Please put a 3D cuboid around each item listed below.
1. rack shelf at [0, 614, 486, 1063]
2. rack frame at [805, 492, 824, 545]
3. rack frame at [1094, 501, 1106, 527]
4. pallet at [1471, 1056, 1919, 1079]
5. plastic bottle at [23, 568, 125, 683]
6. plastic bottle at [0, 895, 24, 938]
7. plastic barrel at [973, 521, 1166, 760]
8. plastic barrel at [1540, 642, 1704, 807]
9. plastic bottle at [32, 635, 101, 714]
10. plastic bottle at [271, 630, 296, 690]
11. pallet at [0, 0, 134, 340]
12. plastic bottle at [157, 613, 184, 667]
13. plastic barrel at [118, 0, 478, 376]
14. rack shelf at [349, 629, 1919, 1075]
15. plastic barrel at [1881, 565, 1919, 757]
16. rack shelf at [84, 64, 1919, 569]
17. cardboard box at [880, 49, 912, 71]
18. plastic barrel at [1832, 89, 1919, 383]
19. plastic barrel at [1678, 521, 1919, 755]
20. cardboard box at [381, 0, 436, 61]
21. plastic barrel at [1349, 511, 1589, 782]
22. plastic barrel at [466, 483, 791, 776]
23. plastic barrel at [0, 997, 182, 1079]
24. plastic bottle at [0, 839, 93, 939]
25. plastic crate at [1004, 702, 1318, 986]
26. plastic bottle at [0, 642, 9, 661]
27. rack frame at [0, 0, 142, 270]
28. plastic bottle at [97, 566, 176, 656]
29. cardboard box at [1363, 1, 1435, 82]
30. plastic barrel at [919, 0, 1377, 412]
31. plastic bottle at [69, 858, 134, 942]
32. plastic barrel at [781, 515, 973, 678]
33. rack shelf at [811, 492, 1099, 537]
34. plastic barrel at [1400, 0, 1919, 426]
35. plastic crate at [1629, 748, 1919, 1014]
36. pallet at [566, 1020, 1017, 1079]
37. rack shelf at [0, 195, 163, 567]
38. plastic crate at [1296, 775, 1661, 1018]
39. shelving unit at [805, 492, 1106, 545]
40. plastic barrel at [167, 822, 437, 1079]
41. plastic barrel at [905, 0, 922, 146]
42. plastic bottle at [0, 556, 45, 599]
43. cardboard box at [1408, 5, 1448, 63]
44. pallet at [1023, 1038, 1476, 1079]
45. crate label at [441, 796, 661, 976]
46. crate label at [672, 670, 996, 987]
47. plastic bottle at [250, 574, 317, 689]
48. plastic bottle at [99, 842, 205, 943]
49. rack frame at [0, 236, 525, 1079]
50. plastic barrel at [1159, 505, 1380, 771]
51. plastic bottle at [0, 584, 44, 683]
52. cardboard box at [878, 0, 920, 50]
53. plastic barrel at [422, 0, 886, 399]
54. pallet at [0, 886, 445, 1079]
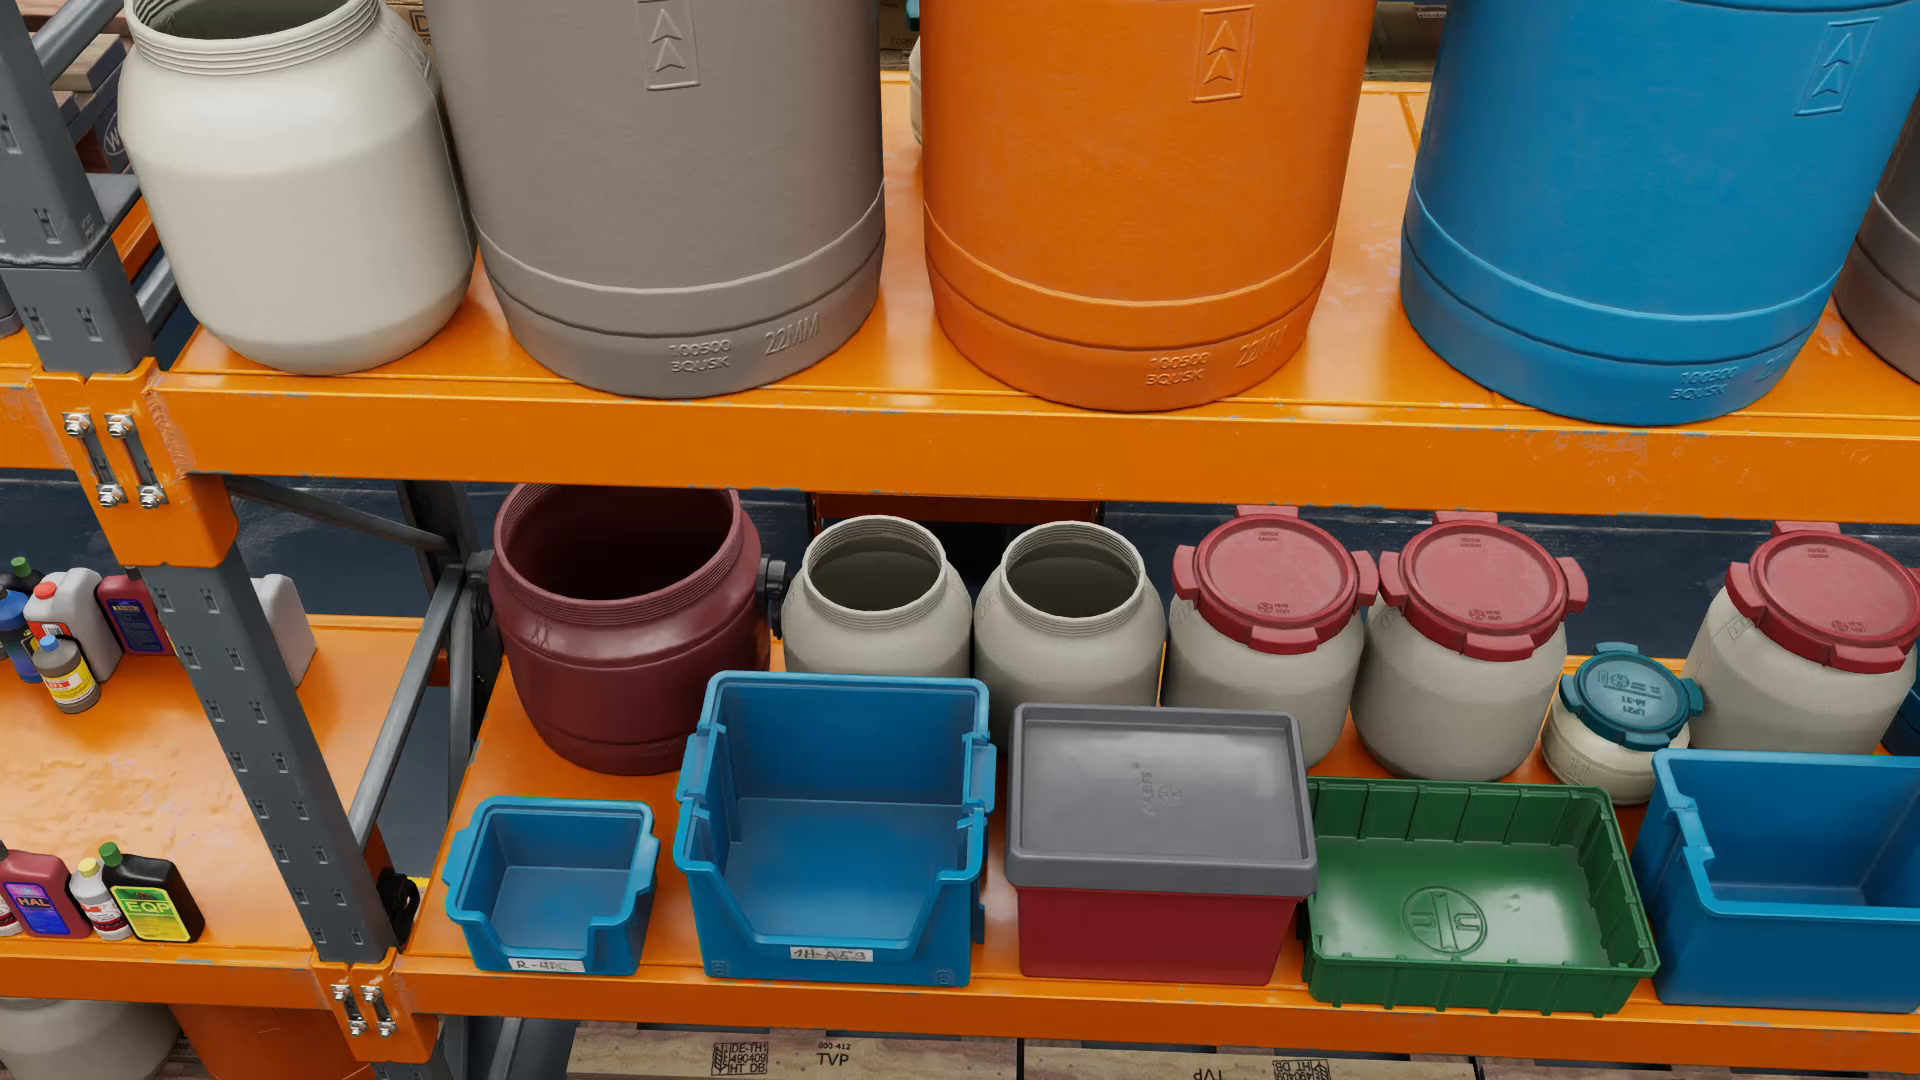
[{"bbox_3d":[-3.217,0.594,3.940,4.000,0.370,1.077,2,43,2],"label":"rack shelf"},{"bbox_3d":[-0.515,-0.427,5.884,0.032,1.125,0.500,2,43,2],"label":"rack frame"},{"bbox_3d":[0.501,-0.396,5.850,0.032,1.125,0.500,2,43,2],"label":"rack frame"},{"bbox_3d":[1.990,1.537,4.445,1.213,0.211,1.003,2,43,2],"label":"pallet"},{"bbox_3d":[-2.099,0.190,3.937,0.135,0.276,0.152,2,43,2],"label":"plastic bottle"},{"bbox_3d":[-1.988,0.720,3.423,0.097,0.201,0.097,0,43,0],"label":"plastic bottle"},{"bbox_3d":[0.239,0.250,3.699,0.421,0.512,0.421,0,43,0],"label":"plastic barrel"},{"bbox_3d":[1.461,0.420,3.700,0.301,0.262,0.301,0,43,0],"label":"plastic barrel"},{"bbox_3d":[-2.086,0.303,3.870,0.097,0.201,0.097,0,43,0],"label":"plastic bottle"},{"bbox_3d":[-1.644,0.307,3.810,0.135,0.276,0.152,2,43,2],"label":"plastic bottle"},{"bbox_3d":[-1.979,-0.727,2.767,1.213,0.211,1.003,2,43,2],"label":"pallet"},{"bbox_3d":[-1.849,0.206,3.974,0.097,0.201,0.097,0,43,0],"label":"plastic bottle"},{"bbox_3d":[-0.923,-0.528,2.334,0.421,0.512,0.421,0,43,0],"label":"plastic barrel"},{"bbox_3d":[0.779,0.717,3.808,4.000,0.370,1.077,2,43,2],"label":"rack shelf"},{"bbox_3d":[2.404,0.113,3.560,0.708,0.901,0.600,2,43,2],"label":"plastic barrel"},{"bbox_3d":[0.779,-0.381,2.786,4.000,0.370,1.077,2,43,2],"label":"rack shelf"},{"bbox_3d":[-0.326,-2.220,7.944,0.500,0.500,0.700,0,43,0],"label":"cardboard box"},{"bbox_3d":[1.605,-0.654,2.183,0.600,0.901,0.600,0,43,0],"label":"plastic barrel"},{"bbox_3d":[1.831,0.286,3.642,0.433,0.535,0.433,0,43,0],"label":"plastic barrel"},{"bbox_3d":[-2.575,-2.425,7.903,0.875,0.875,1.225,2,43,2],"label":"cardboard box"},{"bbox_3d":[1.098,0.264,3.667,0.433,0.535,0.433,0,43,0],"label":"plastic barrel"},{"bbox_3d":[-0.742,0.150,3.788,0.708,0.536,0.600,2,43,2],"label":"plastic barrel"},{"bbox_3d":[-2.277,1.189,4.291,0.421,0.512,0.421,0,43,0],"label":"plastic barrel"},{"bbox_3d":[-1.873,0.706,3.378,0.133,0.283,0.061,2,43,2],"label":"plastic bottle"},{"bbox_3d":[0.381,0.626,3.330,0.583,0.464,0.402,2,43,2],"label":"plastic crate"},{"bbox_3d":[-2.347,0.191,3.990,0.097,0.201,0.097,0,43,0],"label":"plastic bottle"},{"bbox_3d":[-1.219,-1.803,1.584,0.127,3.000,1.000,2,43,2],"label":"rack frame"},{"bbox_3d":[-1.963,0.160,3.963,0.133,0.283,0.061,2,43,2],"label":"plastic bottle"},{"bbox_3d":[1.912,-2.165,7.885,0.500,0.500,0.700,2,43,2],"label":"cardboard box"},{"bbox_3d":[0.245,-0.670,2.253,0.708,0.830,0.600,2,43,2],"label":"plastic barrel"},{"bbox_3d":[-1.757,0.727,3.415,0.097,0.201,0.097,0,43,0],"label":"plastic bottle"},{"bbox_3d":[-0.182,0.237,3.713,0.421,0.512,0.421,0,43,0],"label":"plastic barrel"},{"bbox_3d":[-0.007,-0.233,6.033,1.000,0.278,0.538,2,43,2],"label":"rack shelf"},{"bbox_3d":[0.952,-0.674,2.205,0.708,0.901,0.600,2,43,2],"label":"plastic barrel"},{"bbox_3d":[1.661,0.699,3.311,0.575,0.384,0.392,2,43,2],"label":"plastic crate"},{"bbox_3d":[-0.447,1.462,4.525,1.213,0.211,1.003,2,43,2],"label":"pallet"},{"bbox_3d":[-3.217,-0.504,2.917,4.000,0.370,1.077,2,43,2],"label":"rack shelf"},{"bbox_3d":[1.024,0.731,3.420,0.662,0.188,0.450,2,43,2],"label":"plastic crate"},{"bbox_3d":[-0.007,-0.412,5.867,1.048,1.125,0.538,2,43,2],"label":"shelving unit"},{"bbox_3d":[-1.709,1.029,4.229,0.708,0.830,0.600,2,43,2],"label":"plastic barrel"},{"bbox_3d":[0.062,-0.775,2.782,0.301,0.262,0.301,0,43,0],"label":"plastic barrel"},{"bbox_3d":[-2.231,0.152,3.972,0.133,0.283,0.061,2,43,2],"label":"plastic bottle"},{"bbox_3d":[2.387,-2.138,7.855,0.500,0.500,0.700,-1,43,-1],"label":"cardboard box"},{"bbox_3d":[0.768,1.502,4.483,1.213,0.211,1.003,2,43,2],"label":"pallet"},{"bbox_3d":[-0.815,0.721,3.398,0.416,0.233,0.303,2,43,2],"label":"crate label"},{"bbox_3d":[-0.239,0.594,3.386,0.616,0.435,0.502,2,43,2],"label":"crate label"},{"bbox_3d":[-1.637,0.204,3.922,0.135,0.276,0.152,2,43,2],"label":"plastic bottle"},{"bbox_3d":[-1.643,0.713,3.370,0.133,0.283,0.061,2,43,2],"label":"plastic bottle"},{"bbox_3d":[-1.219,0.392,3.629,0.127,3.000,1.000,2,43,2],"label":"rack frame"},{"bbox_3d":[0.666,0.250,3.681,0.433,0.535,0.433,0,43,0],"label":"plastic barrel"},{"bbox_3d":[-2.217,0.211,3.918,0.097,0.271,0.097,0,43,0],"label":"plastic bottle"},{"bbox_3d":[-0.326,-2.501,7.695,0.500,0.250,0.500,3,43,4],"label":"cardboard box"},{"bbox_3d":[-0.409,-0.716,2.250,0.600,0.901,0.600,0,43,0],"label":"plastic barrel"},{"bbox_3d":[-2.009,1.416,4.575,1.213,0.211,1.003,2,43,2],"label":"pallet"}]
